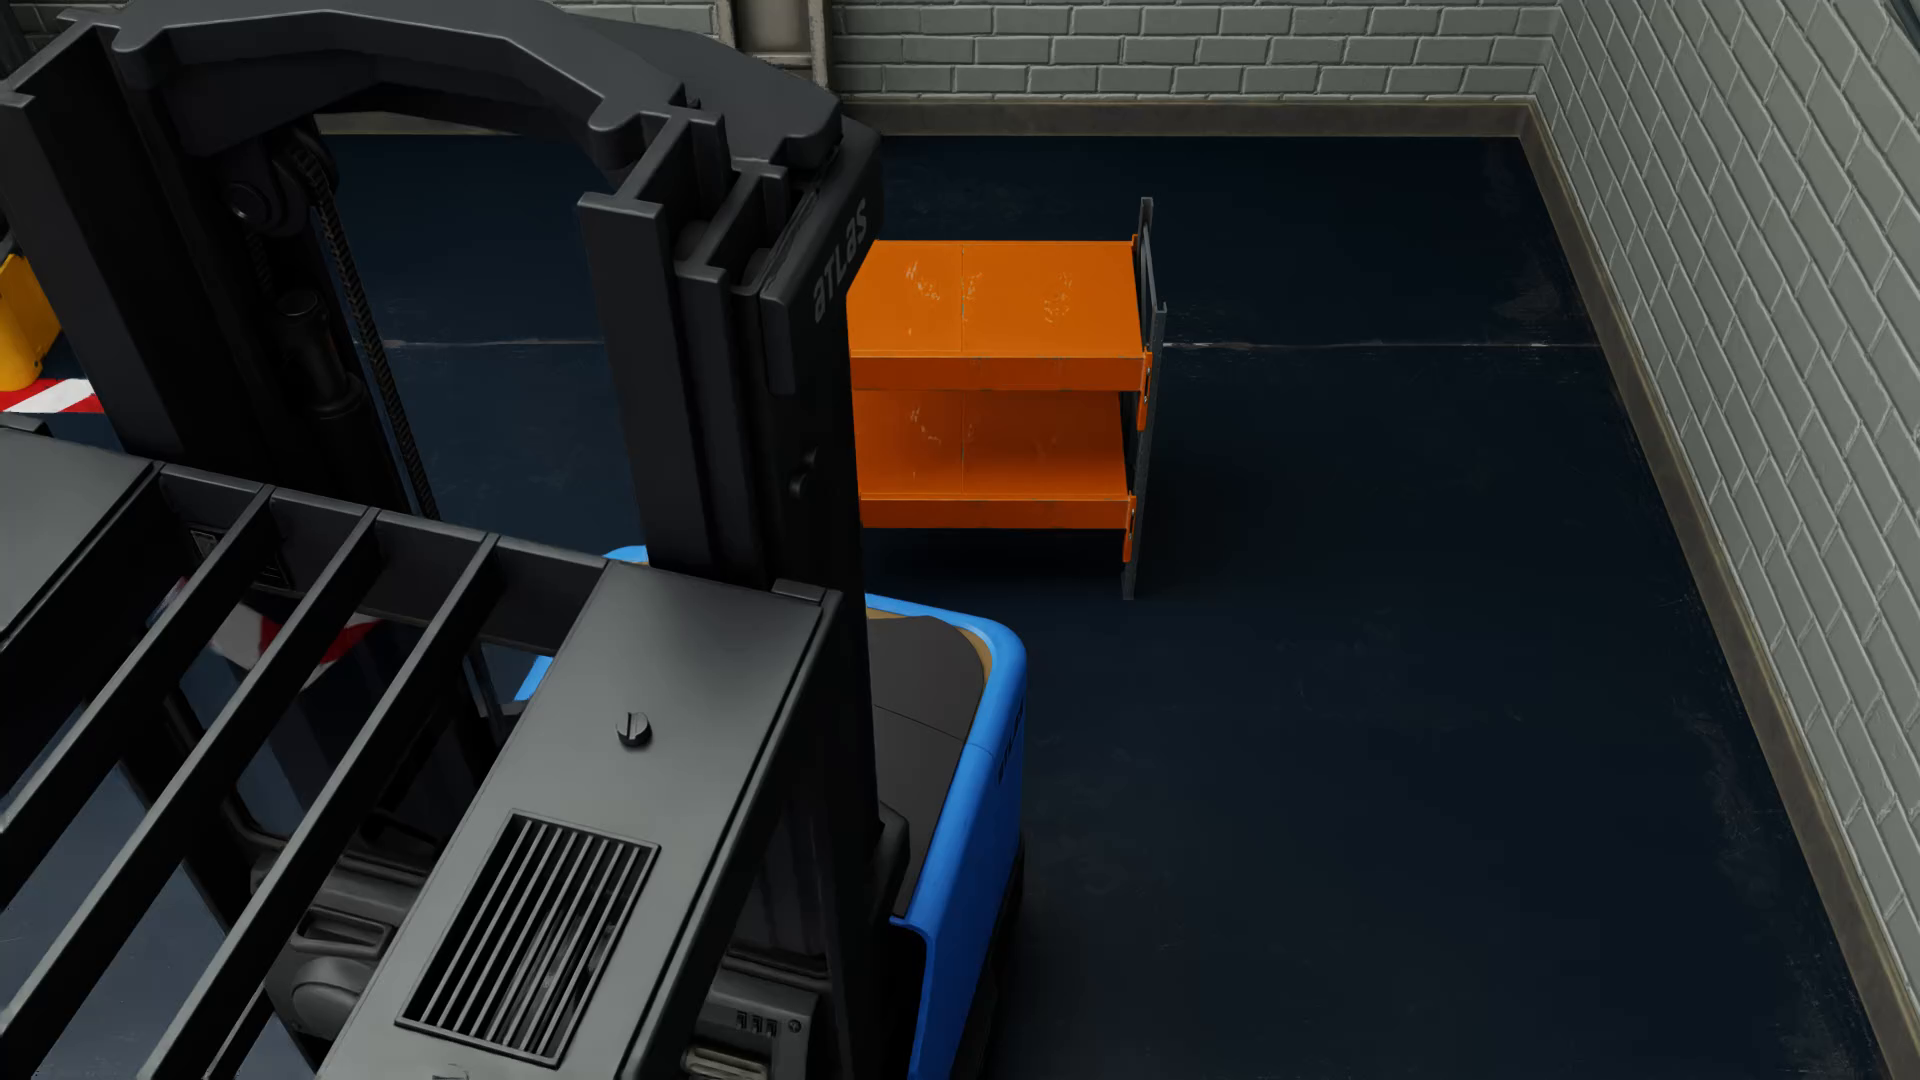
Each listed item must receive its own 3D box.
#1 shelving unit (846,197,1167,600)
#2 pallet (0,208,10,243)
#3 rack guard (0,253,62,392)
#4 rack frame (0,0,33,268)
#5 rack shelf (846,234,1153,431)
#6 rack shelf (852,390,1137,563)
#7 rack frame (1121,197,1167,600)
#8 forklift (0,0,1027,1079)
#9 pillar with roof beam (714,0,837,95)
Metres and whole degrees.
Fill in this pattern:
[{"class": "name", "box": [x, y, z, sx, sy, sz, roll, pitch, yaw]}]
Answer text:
[{"class": "shelving unit", "box": [0.007, -0.383, 4.838, 1.048, 1.125, 0.538, 0, 47, 0]}, {"class": "pallet", "box": [-4.198, -0.956, 5.996, 1.213, 0.211, 1.003, 0, 47, 0]}, {"class": "rack guard", "box": [-3.374, -1.110, 5.941, 0.348, 0.500, 1.175, 0, 47, 0]}, {"class": "rack frame", "box": [-3.398, -1.962, 5.027, 0.127, 3.000, 1.000, 0, 47, 0]}, {"class": "rack shelf", "box": [0.007, -0.583, 4.624, 1.000, 0.278, 0.538, 0, 47, 0]}, {"class": "rack shelf", "box": [0.007, -0.217, 5.017, 1.000, 0.278, 0.538, 0, 47, 0]}, {"class": "rack frame", "box": [0.515, -0.382, 4.837, 0.032, 1.125, 0.500, 0, 47, 0]}, {"class": "forklift", "box": [-0.729, 0.864, 2.443, 1.130, 2.935, 3.031, 12, 48, 11]}, {"class": "pillar with roof beam", "box": [-0.711, -1.480, 0.480, 0.400, 9.000, 9.100, 0, 47, 0]}]
